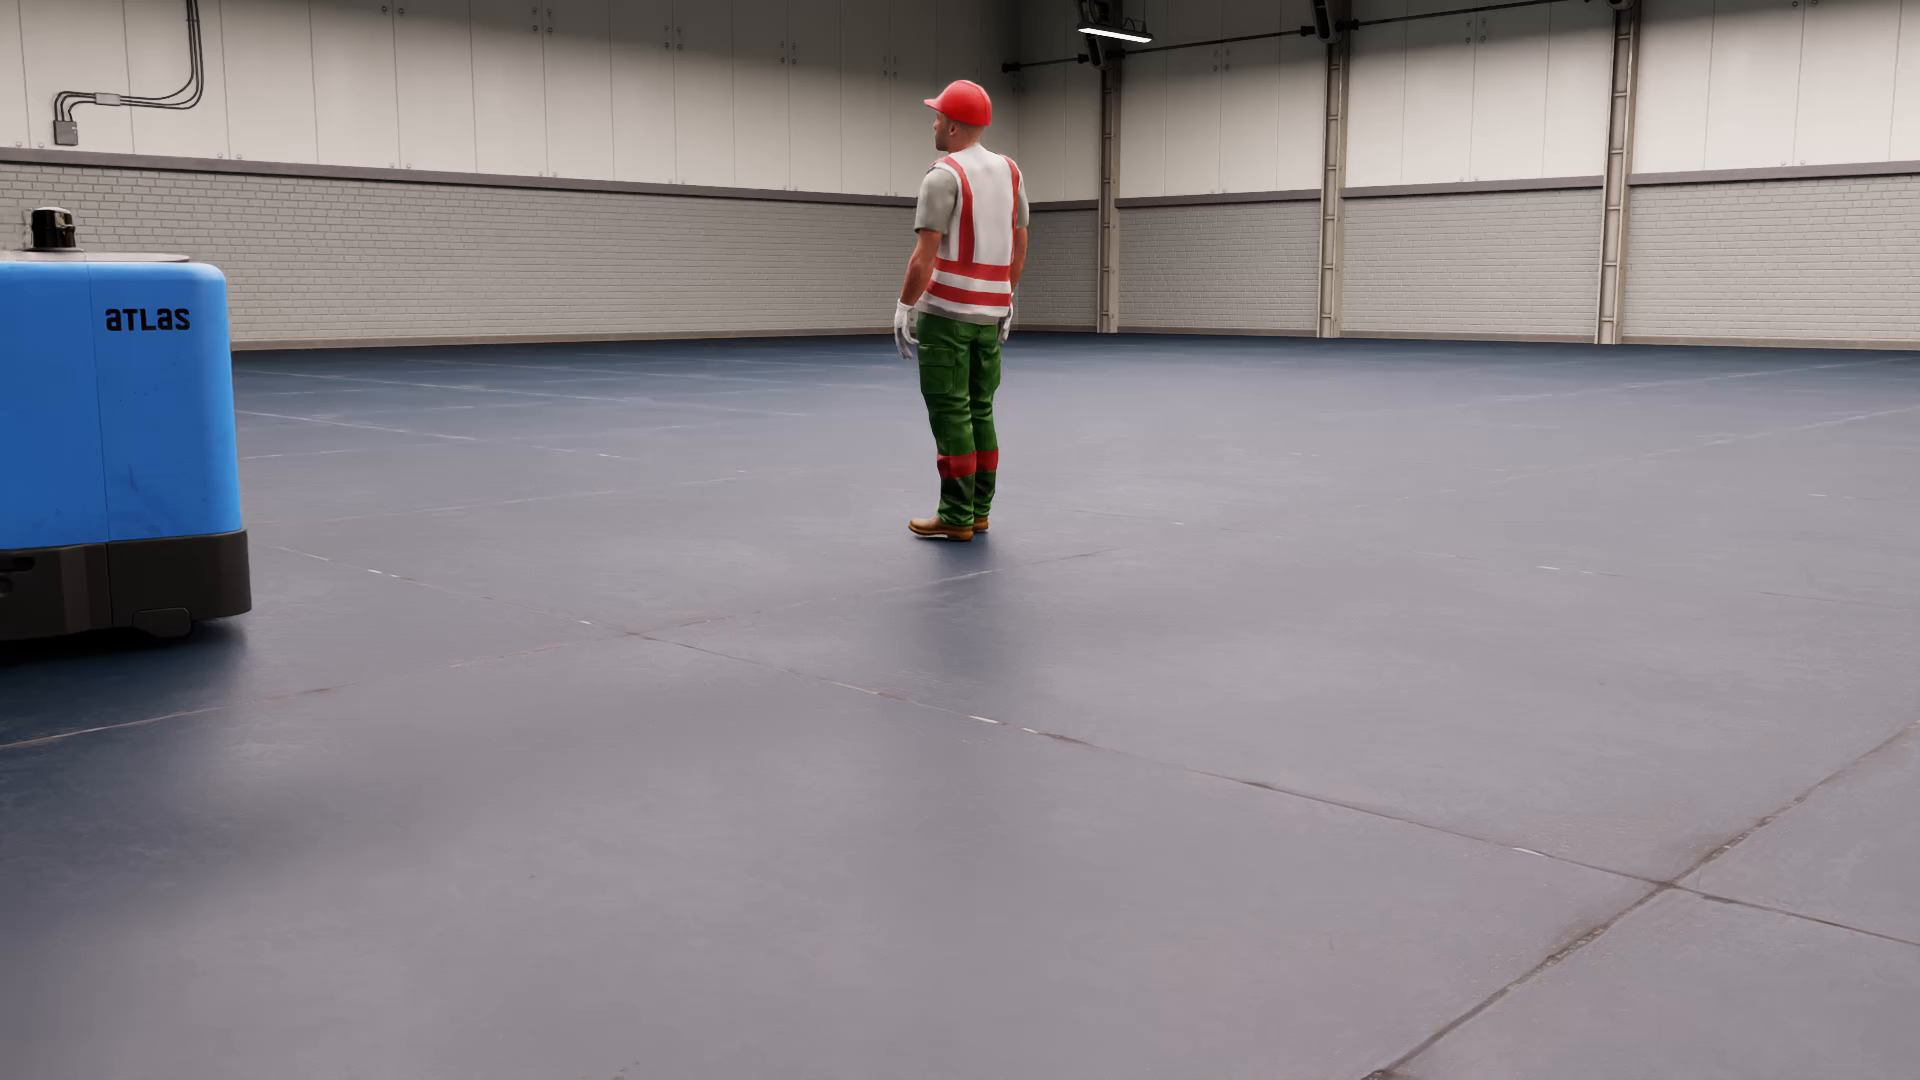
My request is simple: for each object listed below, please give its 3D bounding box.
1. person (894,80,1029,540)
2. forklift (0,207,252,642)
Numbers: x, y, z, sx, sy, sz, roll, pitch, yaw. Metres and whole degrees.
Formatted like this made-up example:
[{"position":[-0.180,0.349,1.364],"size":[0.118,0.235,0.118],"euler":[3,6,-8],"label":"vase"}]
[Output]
[{"position":[-0.050,-0.902,6.647],"size":[0.562,1.790,0.637],"euler":[8,12,43],"label":"person"},{"position":[-3.582,-1.104,4.208],"size":[3.031,2.935,1.130],"euler":[-6,10,-33],"label":"forklift"}]
